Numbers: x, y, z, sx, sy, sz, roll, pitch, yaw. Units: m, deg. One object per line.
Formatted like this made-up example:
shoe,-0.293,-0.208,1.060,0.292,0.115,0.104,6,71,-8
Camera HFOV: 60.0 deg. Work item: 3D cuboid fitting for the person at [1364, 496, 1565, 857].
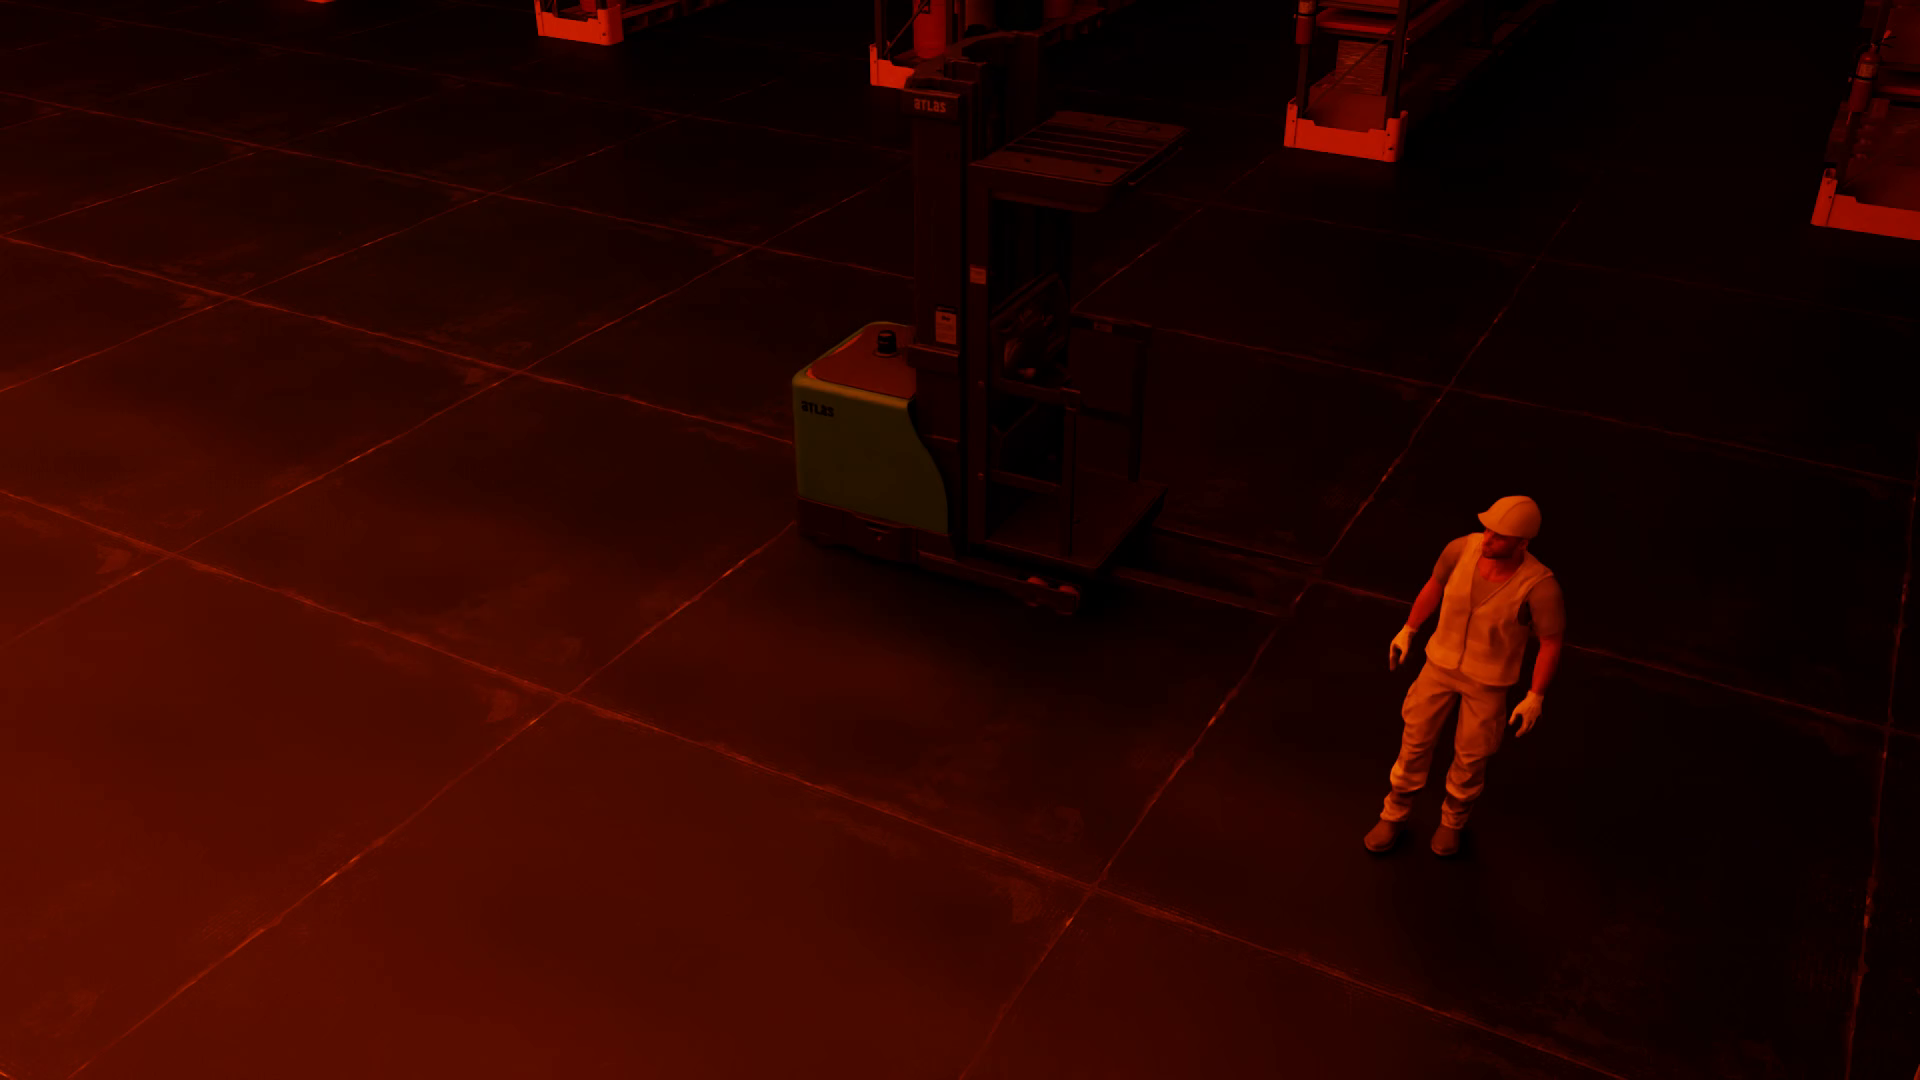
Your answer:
person,2.153,0.607,7.164,0.713,1.790,0.532,22,37,33

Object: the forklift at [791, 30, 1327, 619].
forklift,0.567,-1.152,9.067,3.031,2.935,1.130,14,33,23
